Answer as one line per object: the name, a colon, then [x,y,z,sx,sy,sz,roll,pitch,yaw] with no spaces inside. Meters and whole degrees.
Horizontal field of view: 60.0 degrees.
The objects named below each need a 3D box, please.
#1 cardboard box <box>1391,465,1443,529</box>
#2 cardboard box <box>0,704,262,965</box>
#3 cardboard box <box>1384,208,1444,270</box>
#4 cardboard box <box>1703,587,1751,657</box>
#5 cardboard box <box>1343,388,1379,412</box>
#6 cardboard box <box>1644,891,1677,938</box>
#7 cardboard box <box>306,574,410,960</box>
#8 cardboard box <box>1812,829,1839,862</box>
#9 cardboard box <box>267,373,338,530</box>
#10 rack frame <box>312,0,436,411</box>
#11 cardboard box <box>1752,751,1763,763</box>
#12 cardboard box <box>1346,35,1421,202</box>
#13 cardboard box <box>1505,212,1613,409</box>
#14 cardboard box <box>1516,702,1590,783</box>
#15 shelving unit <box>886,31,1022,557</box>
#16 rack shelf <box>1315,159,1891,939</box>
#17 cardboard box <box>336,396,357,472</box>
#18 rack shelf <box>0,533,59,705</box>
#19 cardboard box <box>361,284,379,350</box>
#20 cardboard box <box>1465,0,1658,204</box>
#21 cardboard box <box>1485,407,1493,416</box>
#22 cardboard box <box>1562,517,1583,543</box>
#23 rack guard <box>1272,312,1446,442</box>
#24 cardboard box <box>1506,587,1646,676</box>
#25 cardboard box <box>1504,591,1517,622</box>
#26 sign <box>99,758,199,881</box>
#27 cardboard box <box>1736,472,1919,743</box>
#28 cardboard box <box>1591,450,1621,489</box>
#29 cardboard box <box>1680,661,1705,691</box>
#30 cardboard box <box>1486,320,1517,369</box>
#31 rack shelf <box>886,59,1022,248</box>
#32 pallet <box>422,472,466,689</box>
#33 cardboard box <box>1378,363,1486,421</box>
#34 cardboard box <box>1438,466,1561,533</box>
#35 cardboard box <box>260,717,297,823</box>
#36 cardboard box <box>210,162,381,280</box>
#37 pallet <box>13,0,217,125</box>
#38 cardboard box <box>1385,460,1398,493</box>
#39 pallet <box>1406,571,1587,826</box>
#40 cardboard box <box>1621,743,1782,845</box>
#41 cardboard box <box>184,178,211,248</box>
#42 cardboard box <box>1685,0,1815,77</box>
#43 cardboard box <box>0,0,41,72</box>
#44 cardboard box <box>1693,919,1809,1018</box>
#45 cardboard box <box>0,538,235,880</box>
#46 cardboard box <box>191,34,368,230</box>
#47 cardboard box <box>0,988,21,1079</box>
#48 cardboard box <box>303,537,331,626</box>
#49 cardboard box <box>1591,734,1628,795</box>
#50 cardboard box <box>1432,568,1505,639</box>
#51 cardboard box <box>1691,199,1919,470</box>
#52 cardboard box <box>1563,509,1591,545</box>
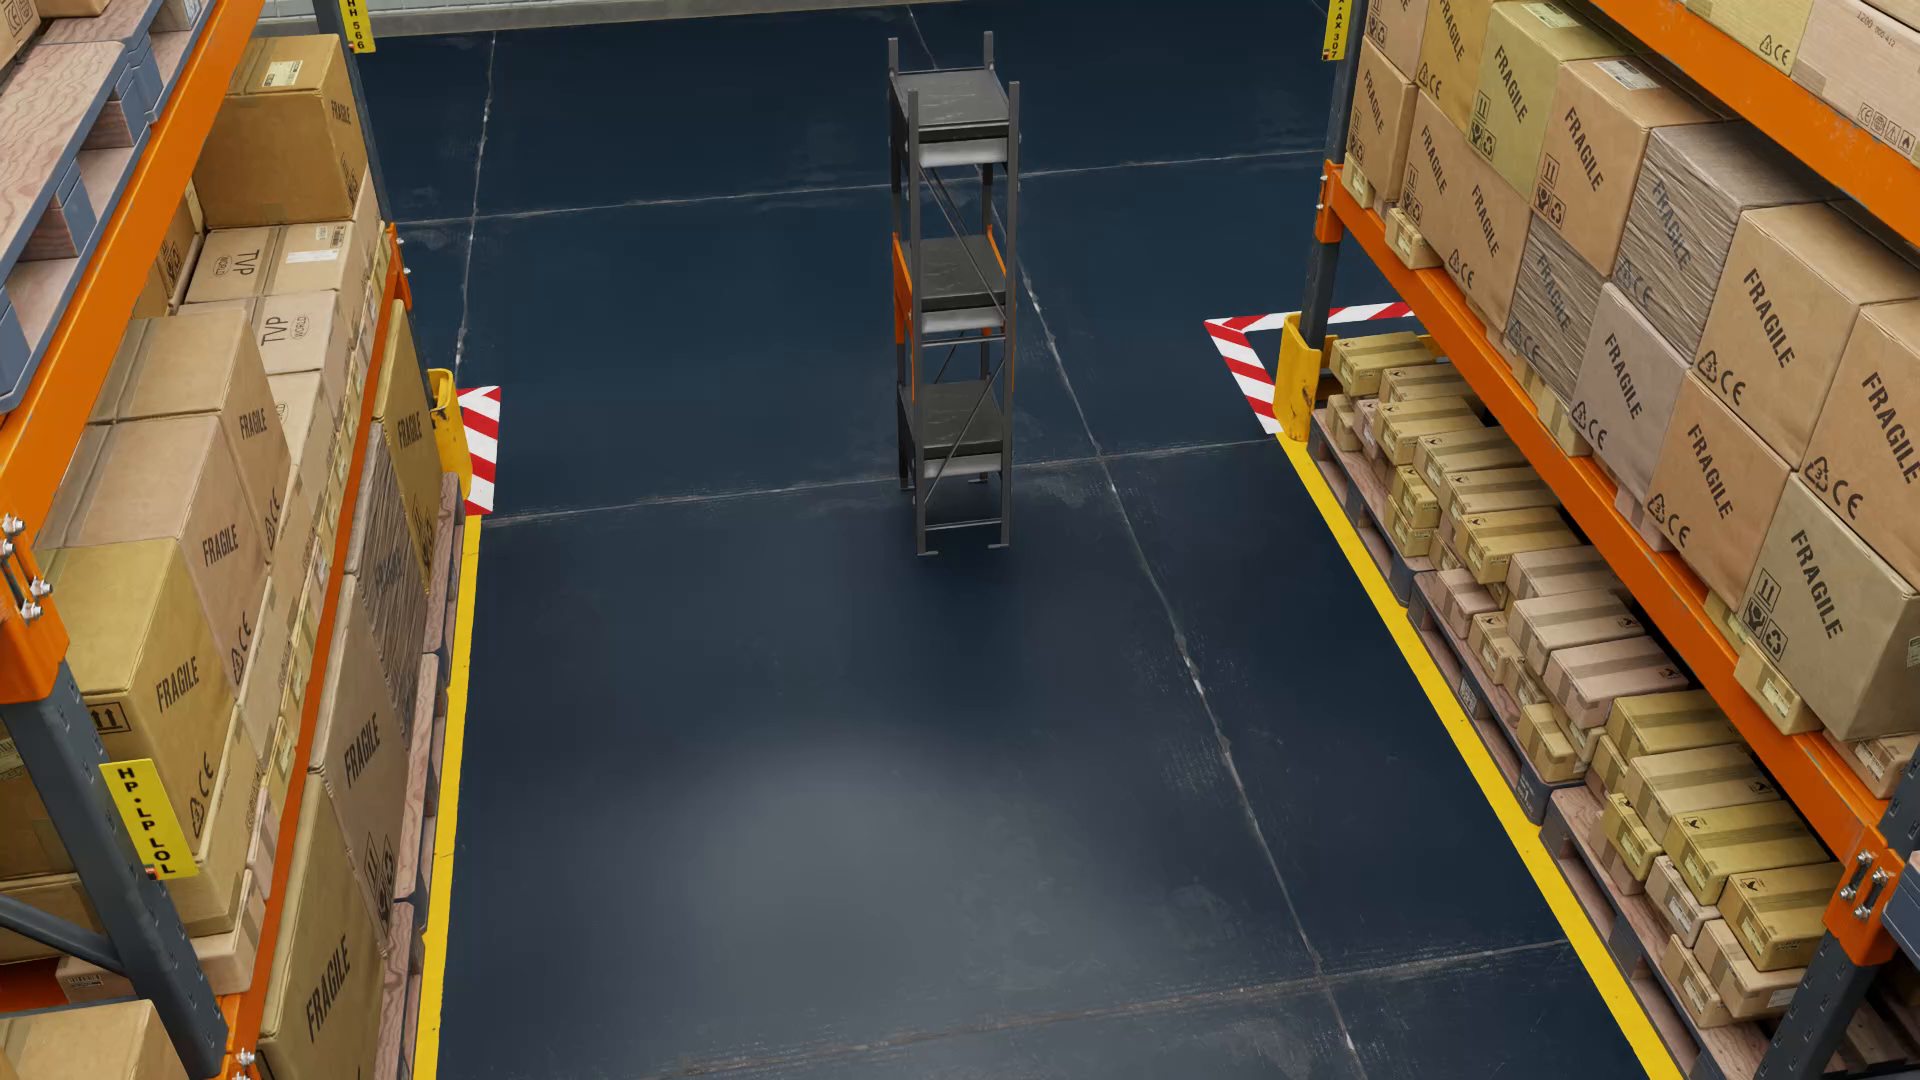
cardboard box: [1.995,-0.189,6.788,0.380,0.149,0.250,-5,38,-7]
cardboard box: [-1.929,0.666,3.828,0.500,0.250,0.500,-7,38,-9]
cardboard box: [1.909,-1.205,6.560,0.380,0.149,0.250,-7,38,-9]
cardboard box: [2.375,0.204,4.747,0.380,0.149,0.250,-5,38,-6]
cardboard box: [1.934,-0.666,7.401,0.380,0.149,0.250,-5,38,-6]
cardboard box: [2.429,1.158,5.296,0.380,0.149,0.250,-5,38,-7]
cardboard box: [-2.299,0.759,5.218,0.875,0.875,0.875,-6,38,-8]
cardboard box: [2.915,1.010,5.244,0.380,0.149,0.250,-6,38,-8]
cardboard box: [-2.186,-0.246,5.001,0.500,0.250,0.500,-6,38,-8]
rack frame: [-2.806,-1.380,6.581,1.000,3.000,0.127,-6,38,-8]
cardboard box: [2.789,0.583,5.551,0.380,0.149,0.250,-7,38,-9]
cardboard box: [1.902,-1.708,6.680,0.500,0.500,0.500,-5,38,-6]
cardboard box: [2.189,-0.783,5.489,0.500,0.500,0.500,-7,38,-9]
cardboard box: [2.211,0.698,5.888,0.380,0.149,0.250,-6,38,-8]
shelving unit: [-0.029,-0.929,6.735,0.431,2.100,0.503,-6,38,-8]
rack shelf: [2.446,-0.360,5.855,1.077,0.370,4.000,-6,38,-8]
cardboard box: [-2.193,-0.328,5.432,0.380,0.149,0.250,-6,38,-8]
rack shelf: [-1.754,1.344,1.217,1.077,0.370,4.000,-6,38,-8]
cardboard box: [-2.329,-0.792,6.029,0.380,0.149,0.250,-6,38,-8]
cardboard box: [2.076,-1.484,5.576,0.500,0.500,0.500,-7,38,-9]
cardboard box: [2.425,-0.677,7.173,0.380,0.149,0.250,-6,38,-7]
cardboard box: [2.662,0.012,6.772,0.380,0.149,0.250,-8,39,-10]
rack guard: [2.108,-0.819,7.897,1.175,0.500,0.348,-6,38,-8]
cardboard box: [2.177,0.322,5.887,0.380,0.149,0.250,-8,38,-10]
cardboard box: [2.261,0.284,6.178,0.380,0.149,0.250,-5,38,-6]
sign: [-1.572,0.546,3.223,0.100,0.325,0.005,-6,38,-8]
cardboard box: [2.433,0.145,4.294,0.500,0.500,0.500,-6,38,-8]
cardboard box: [2.285,-0.275,5.364,0.380,0.149,0.250,-7,38,-9]
cardboard box: [2.767,0.534,5.856,0.380,0.149,0.250,-5,38,-6]
cardboard box: [2.128,-0.744,5.968,0.380,0.149,0.250,-7,38,-9]
rack shelf: [-0.029,-1.471,6.313,0.431,0.518,0.480,-6,38,-8]
pallet: [-2.589,0.196,6.826,1.003,0.211,1.213,-6,38,-8]
cardboard box: [2.019,-0.621,7.100,0.380,0.149,0.250,-6,38,-7]
cardboard box: [2.101,-0.145,6.489,0.380,0.149,0.250,-5,38,-6]
cardboard box: [-1.922,0.603,4.233,0.380,0.149,0.250,-5,38,-6]
cardboard box: [-2.460,-1.174,6.196,0.500,0.250,0.500,-7,38,-9]
pallet: [-2.448,-1.344,4.162,1.003,0.211,1.213,-6,38,-8]
cardboard box: [2.049,-0.243,7.099,0.380,0.149,0.250,-6,38,-7]
pallet: [2.426,0.525,6.403,1.003,0.211,1.213,-6,38,-8]
cardboard box: [2.343,0.802,5.269,0.380,0.149,0.250,-7,38,-8]
cardboard box: [-2.988,-1.119,6.125,0.500,0.250,0.500,-7,38,-9]
cardboard box: [2.279,-1.438,4.334,0.500,0.250,0.500,-7,38,-9]
cardboard box: [-2.391,-1.185,3.380,0.700,0.500,0.500,-4,38,-6]
cardboard box: [2.428,1.250,4.935,0.380,0.149,0.250,-6,38,-7]
cardboard box: [-1.937,0.365,3.604,0.500,0.500,0.500,-6,38,-8]
cardboard box: [-2.462,-1.468,5.963,0.500,0.500,0.500,-6,38,-7]
cardboard box: [-1.984,0.985,2.637,0.797,0.503,0.637,-7,38,-9]
cardboard box: [-2.057,0.138,4.832,0.380,0.149,0.250,-6,38,-7]
cardboard box: [2.357,0.766,5.558,0.380,0.149,0.250,-6,38,-8]
cardboard box: [2.082,0.227,6.494,0.380,0.149,0.250,-8,39,-10]
cardboard box: [2.352,-0.555,4.380,0.500,0.500,0.500,-7,38,-9]
cardboard box: [2.665,-0.097,6.668,0.380,0.149,0.250,-6,38,-7]
